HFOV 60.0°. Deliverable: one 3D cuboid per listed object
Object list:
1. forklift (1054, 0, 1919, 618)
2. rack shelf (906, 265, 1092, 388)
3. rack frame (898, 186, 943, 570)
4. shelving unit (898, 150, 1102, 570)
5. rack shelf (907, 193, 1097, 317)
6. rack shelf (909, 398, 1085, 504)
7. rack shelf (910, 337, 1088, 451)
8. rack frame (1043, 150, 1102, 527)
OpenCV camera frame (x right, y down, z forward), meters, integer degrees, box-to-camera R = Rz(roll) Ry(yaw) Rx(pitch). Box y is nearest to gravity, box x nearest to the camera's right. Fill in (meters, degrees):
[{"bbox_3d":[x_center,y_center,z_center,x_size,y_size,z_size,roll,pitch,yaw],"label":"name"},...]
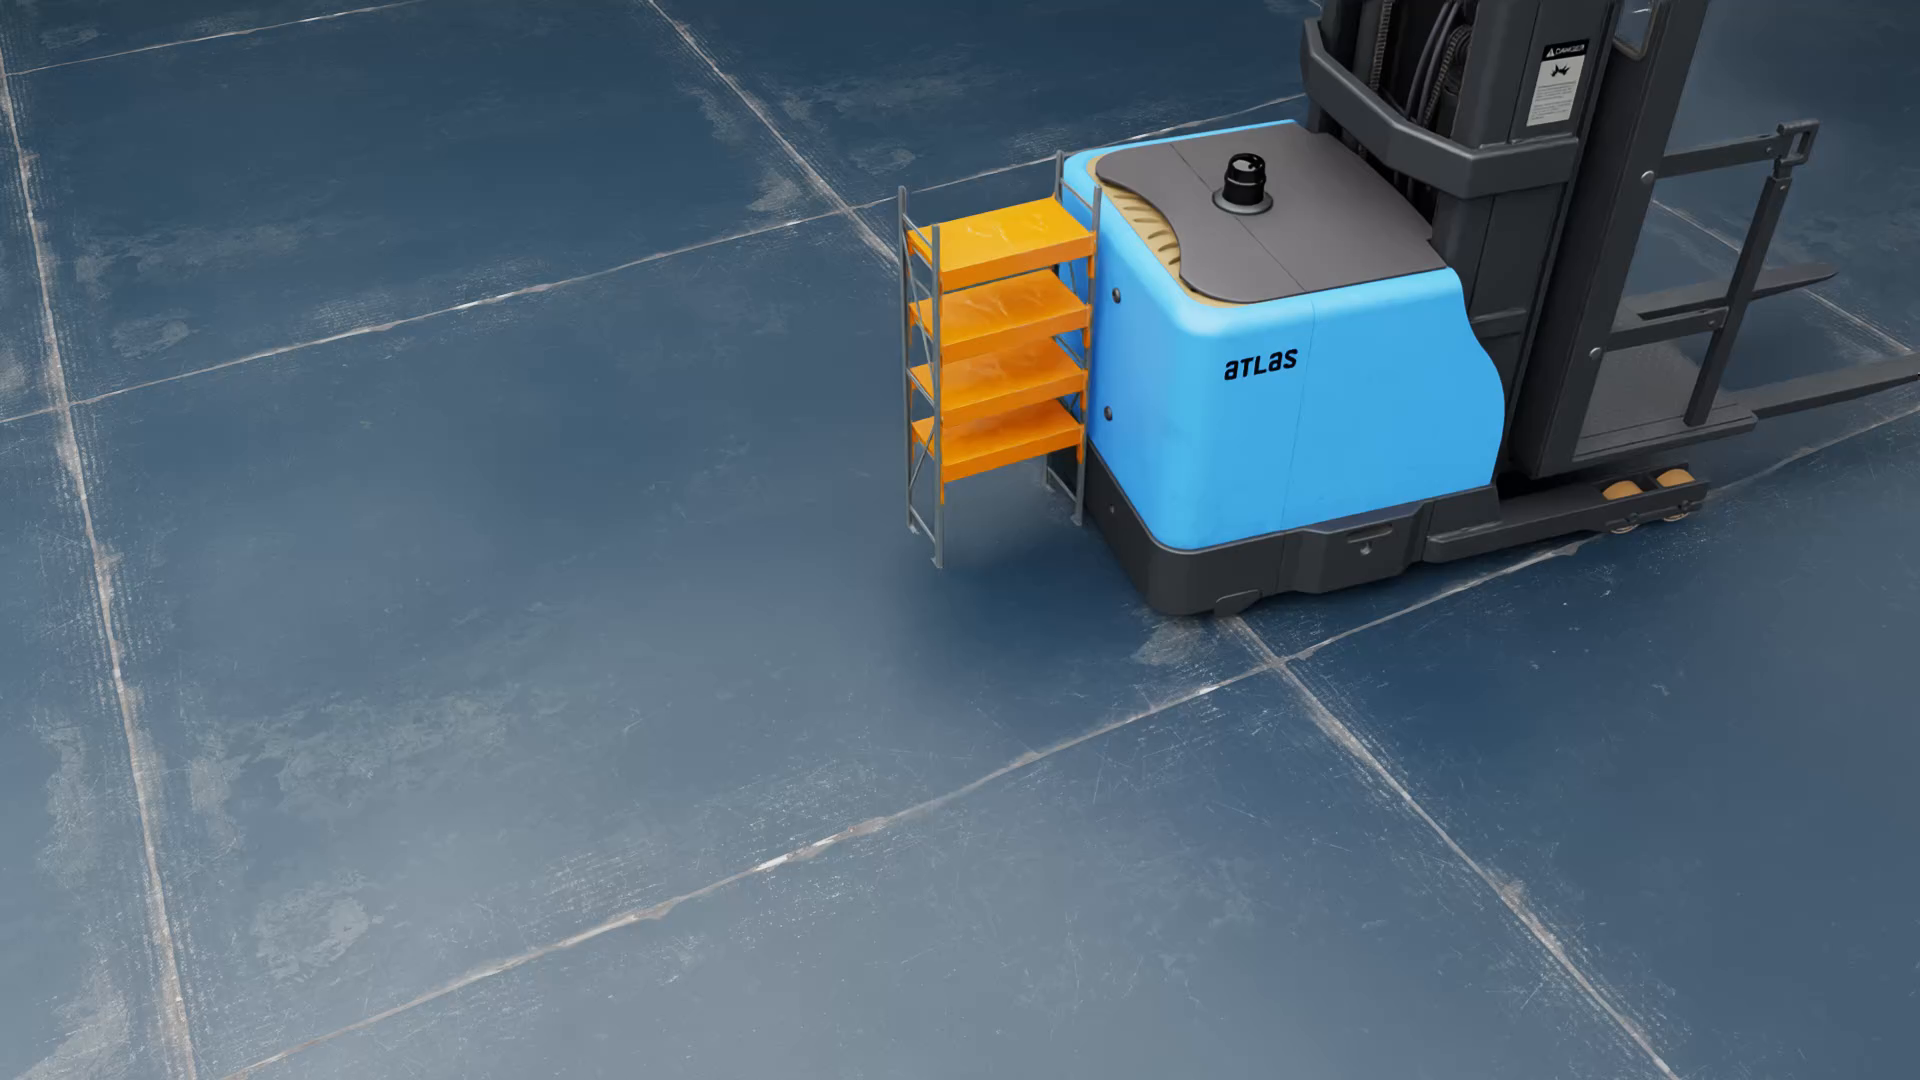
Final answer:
[{"bbox_3d":[1.852,-1.452,4.697,3.031,2.935,1.130,-12,42,-14],"label":"forklift"},{"bbox_3d":[0.109,-0.623,4.816,0.480,0.148,0.258,-17,43,-19],"label":"rack shelf"},{"bbox_3d":[-0.111,-0.437,4.837,0.015,1.200,0.240,-17,43,-19],"label":"rack frame"},{"bbox_3d":[0.109,-0.504,4.917,0.503,1.200,0.258,-17,43,-19],"label":"shelving unit"},{"bbox_3d":[0.109,-0.804,4.663,0.480,0.148,0.258,-17,43,-19],"label":"rack shelf"},{"bbox_3d":[0.109,-0.301,5.088,0.480,0.148,0.258,-17,43,-19],"label":"rack shelf"},{"bbox_3d":[0.109,-0.453,4.960,0.480,0.148,0.258,-17,43,-19],"label":"rack shelf"},{"bbox_3d":[0.330,-0.571,4.996,0.015,1.200,0.240,-17,43,-19],"label":"rack frame"}]
